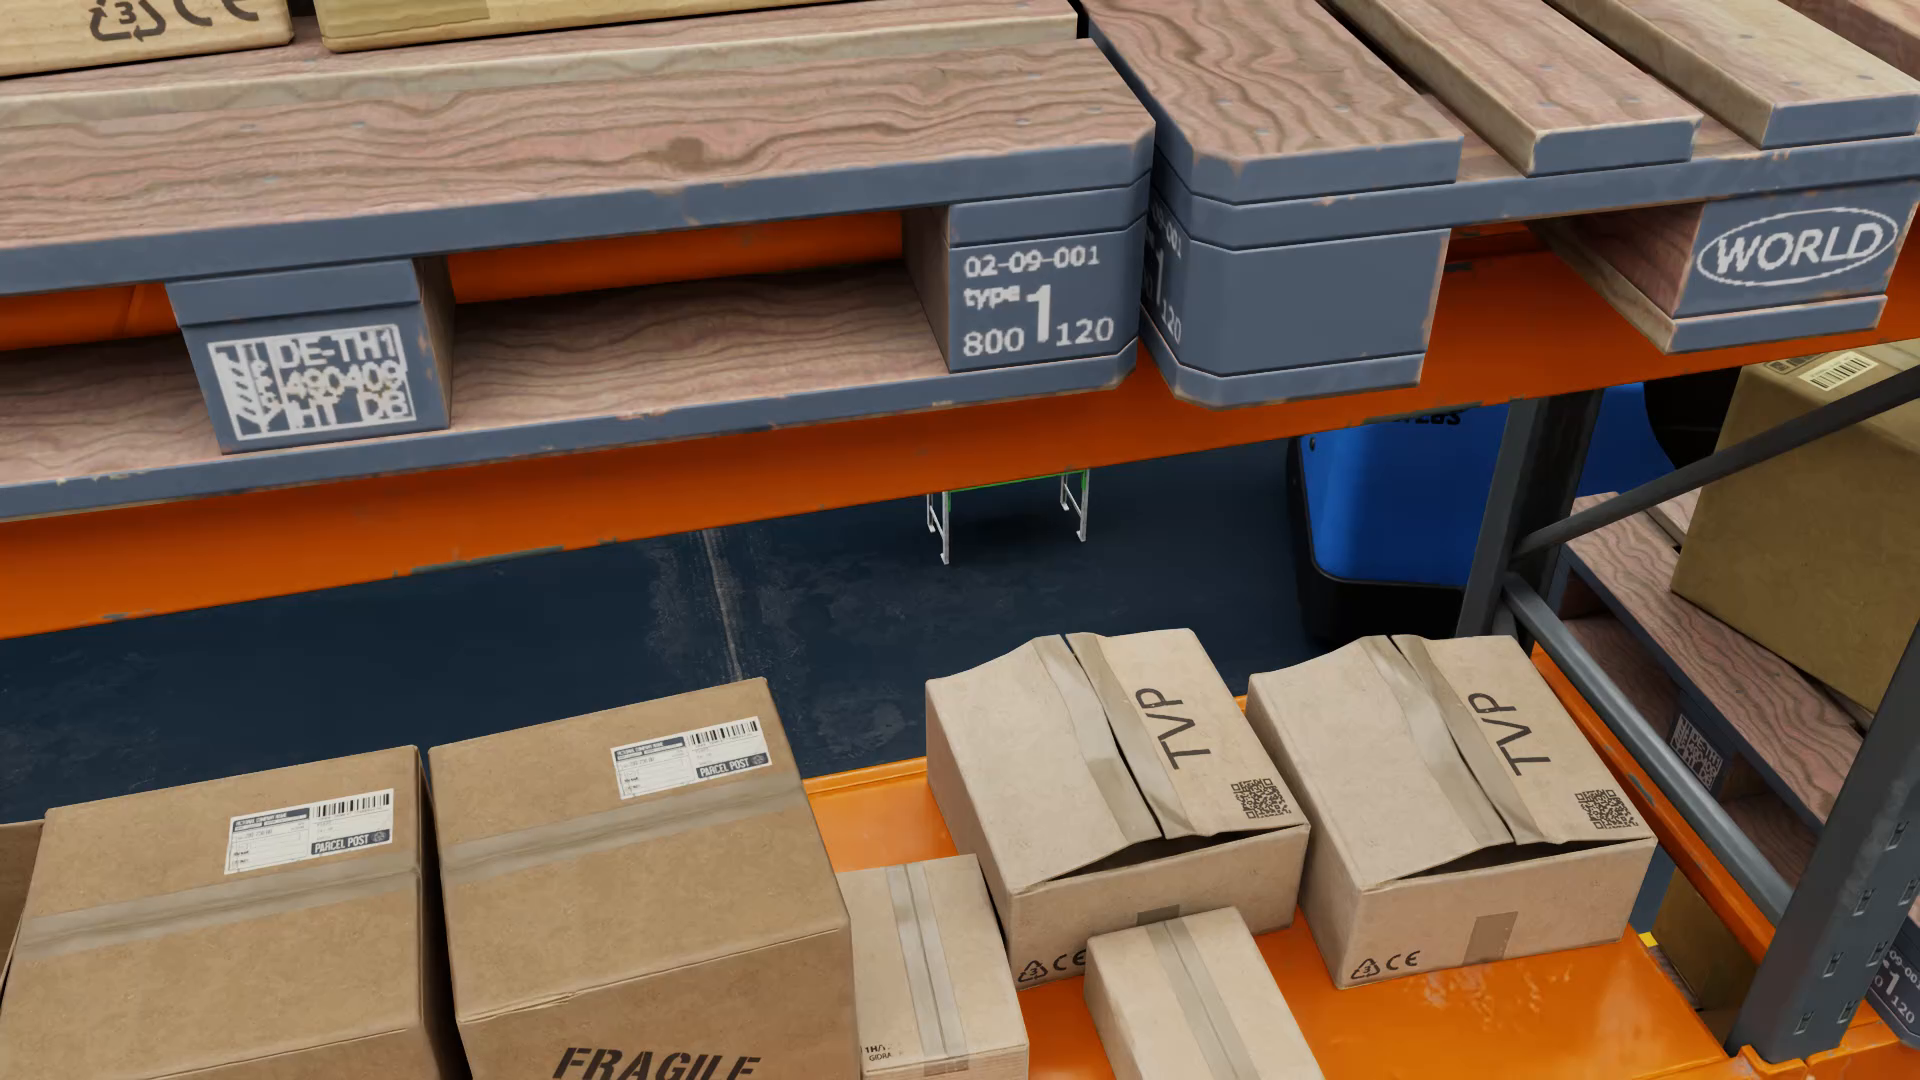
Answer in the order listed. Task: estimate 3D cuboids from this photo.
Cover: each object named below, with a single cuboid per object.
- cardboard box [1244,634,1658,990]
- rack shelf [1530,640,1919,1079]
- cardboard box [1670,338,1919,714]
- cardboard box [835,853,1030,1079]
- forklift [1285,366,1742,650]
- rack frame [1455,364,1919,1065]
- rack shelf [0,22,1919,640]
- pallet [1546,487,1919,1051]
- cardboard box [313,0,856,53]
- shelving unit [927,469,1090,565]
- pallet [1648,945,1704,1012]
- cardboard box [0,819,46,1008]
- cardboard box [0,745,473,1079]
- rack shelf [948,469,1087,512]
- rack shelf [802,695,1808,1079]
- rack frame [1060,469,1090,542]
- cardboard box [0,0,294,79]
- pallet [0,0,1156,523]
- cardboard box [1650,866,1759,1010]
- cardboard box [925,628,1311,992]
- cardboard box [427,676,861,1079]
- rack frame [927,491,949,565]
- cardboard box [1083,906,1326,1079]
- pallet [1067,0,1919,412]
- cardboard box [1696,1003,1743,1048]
[{"bbox_3d":[0.798,0.423,2.801,0.500,0.311,0.500,-7,38,-9],"label":"cardboard box"},{"bbox_3d":[3.091,0.325,3.449,4.000,0.370,1.077,-9,38,-12],"label":"rack shelf"},{"bbox_3d":[1.739,-0.016,2.875,0.500,0.500,0.700,-23,43,-27],"label":"cardboard box"},{"bbox_3d":[-0.056,0.691,2.585,0.250,0.149,0.380,-7,38,-9],"label":"cardboard box"},{"bbox_3d":[2.637,-1.026,4.679,3.031,2.935,1.130,3,38,4],"label":"forklift"},{"bbox_3d":[1.161,0.356,2.816,0.127,3.000,1.000,-9,38,-12],"label":"rack frame"},{"bbox_3d":[-0.770,-0.233,1.709,4.000,0.370,1.077,-9,38,-12],"label":"rack shelf"},{"bbox_3d":[1.797,0.284,3.068,1.003,0.211,1.213,-9,38,-12],"label":"pallet"},{"bbox_3d":[-0.319,-0.660,1.453,0.500,0.250,0.500,-10,39,-13],"label":"cardboard box"},{"bbox_3d":[0.160,-0.503,5.420,0.503,1.200,0.258,-9,38,-12],"label":"shelving unit"},{"bbox_3d":[1.891,1.367,3.789,1.213,0.211,1.003,-9,38,-12],"label":"pallet"},{"bbox_3d":[-1.447,0.754,2.213,0.500,0.500,0.500,-7,38,-9],"label":"cardboard box"},{"bbox_3d":[-0.963,0.675,2.317,0.500,0.500,0.500,-9,38,-12],"label":"cardboard box"},{"bbox_3d":[0.160,-0.261,5.604,0.480,0.148,0.258,-9,38,-12],"label":"rack shelf"},{"bbox_3d":[-0.770,0.958,2.620,4.000,0.370,1.077,-9,38,-12],"label":"rack shelf"},{"bbox_3d":[0.395,-0.541,5.470,0.015,1.200,0.240,-9,38,-12],"label":"rack frame"},{"bbox_3d":[-0.839,-0.576,1.343,0.500,0.250,0.500,-12,39,-16],"label":"cardboard box"},{"bbox_3d":[-0.550,-0.422,1.519,1.213,0.211,1.003,-8,38,-10],"label":"pallet"},{"bbox_3d":[2.002,0.888,3.815,0.500,0.500,0.500,-8,38,-10],"label":"cardboard box"},{"bbox_3d":[0.247,0.419,2.806,0.500,0.311,0.500,-10,38,-12],"label":"cardboard box"},{"bbox_3d":[-0.455,0.592,2.426,0.500,0.500,0.500,-11,39,-14],"label":"cardboard box"},{"bbox_3d":[-0.076,-0.464,5.369,0.015,1.200,0.240,-9,38,-12],"label":"rack frame"},{"bbox_3d":[0.364,0.760,2.494,0.250,0.149,0.380,-9,38,-12],"label":"cardboard box"},{"bbox_3d":[0.529,-0.601,1.753,1.003,0.211,1.213,-8,38,-10],"label":"pallet"},{"bbox_3d":[1.675,1.270,3.317,0.500,0.500,0.500,-8,38,-10],"label":"cardboard box"}]
